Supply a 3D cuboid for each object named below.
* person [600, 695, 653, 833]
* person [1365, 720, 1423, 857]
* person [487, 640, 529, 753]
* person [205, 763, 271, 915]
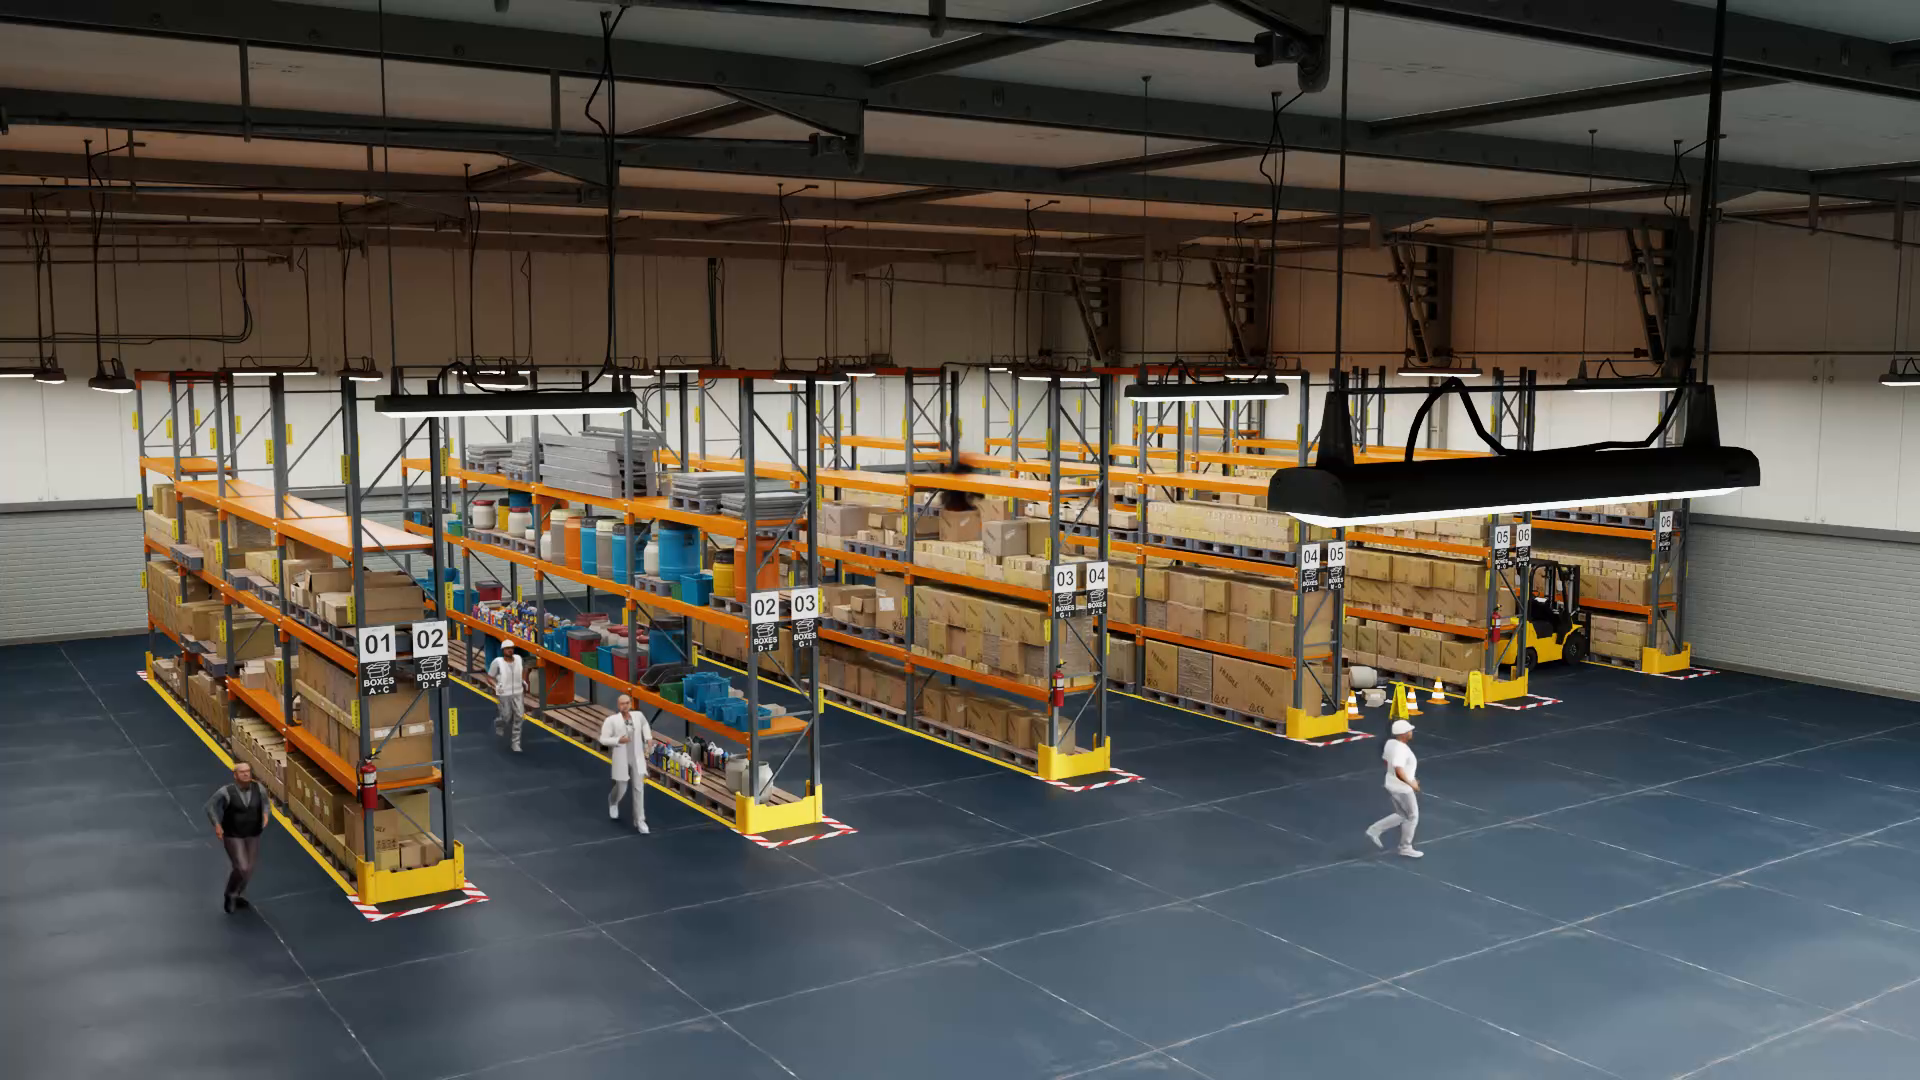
[{"bbox_3d":[-4.417,2.941,22.181,0.730,1.740,1.127,-3,7,-24],"label":"person"},{"bbox_3d":[5.484,3.118,20.857,0.714,1.746,0.708,0,6,-4],"label":"person"},{"bbox_3d":[-7.214,2.468,26.613,0.681,1.772,0.849,-4,8,-35],"label":"person"},{"bbox_3d":[-8.116,3.368,18.855,0.671,1.708,0.661,6,9,42],"label":"person"}]
